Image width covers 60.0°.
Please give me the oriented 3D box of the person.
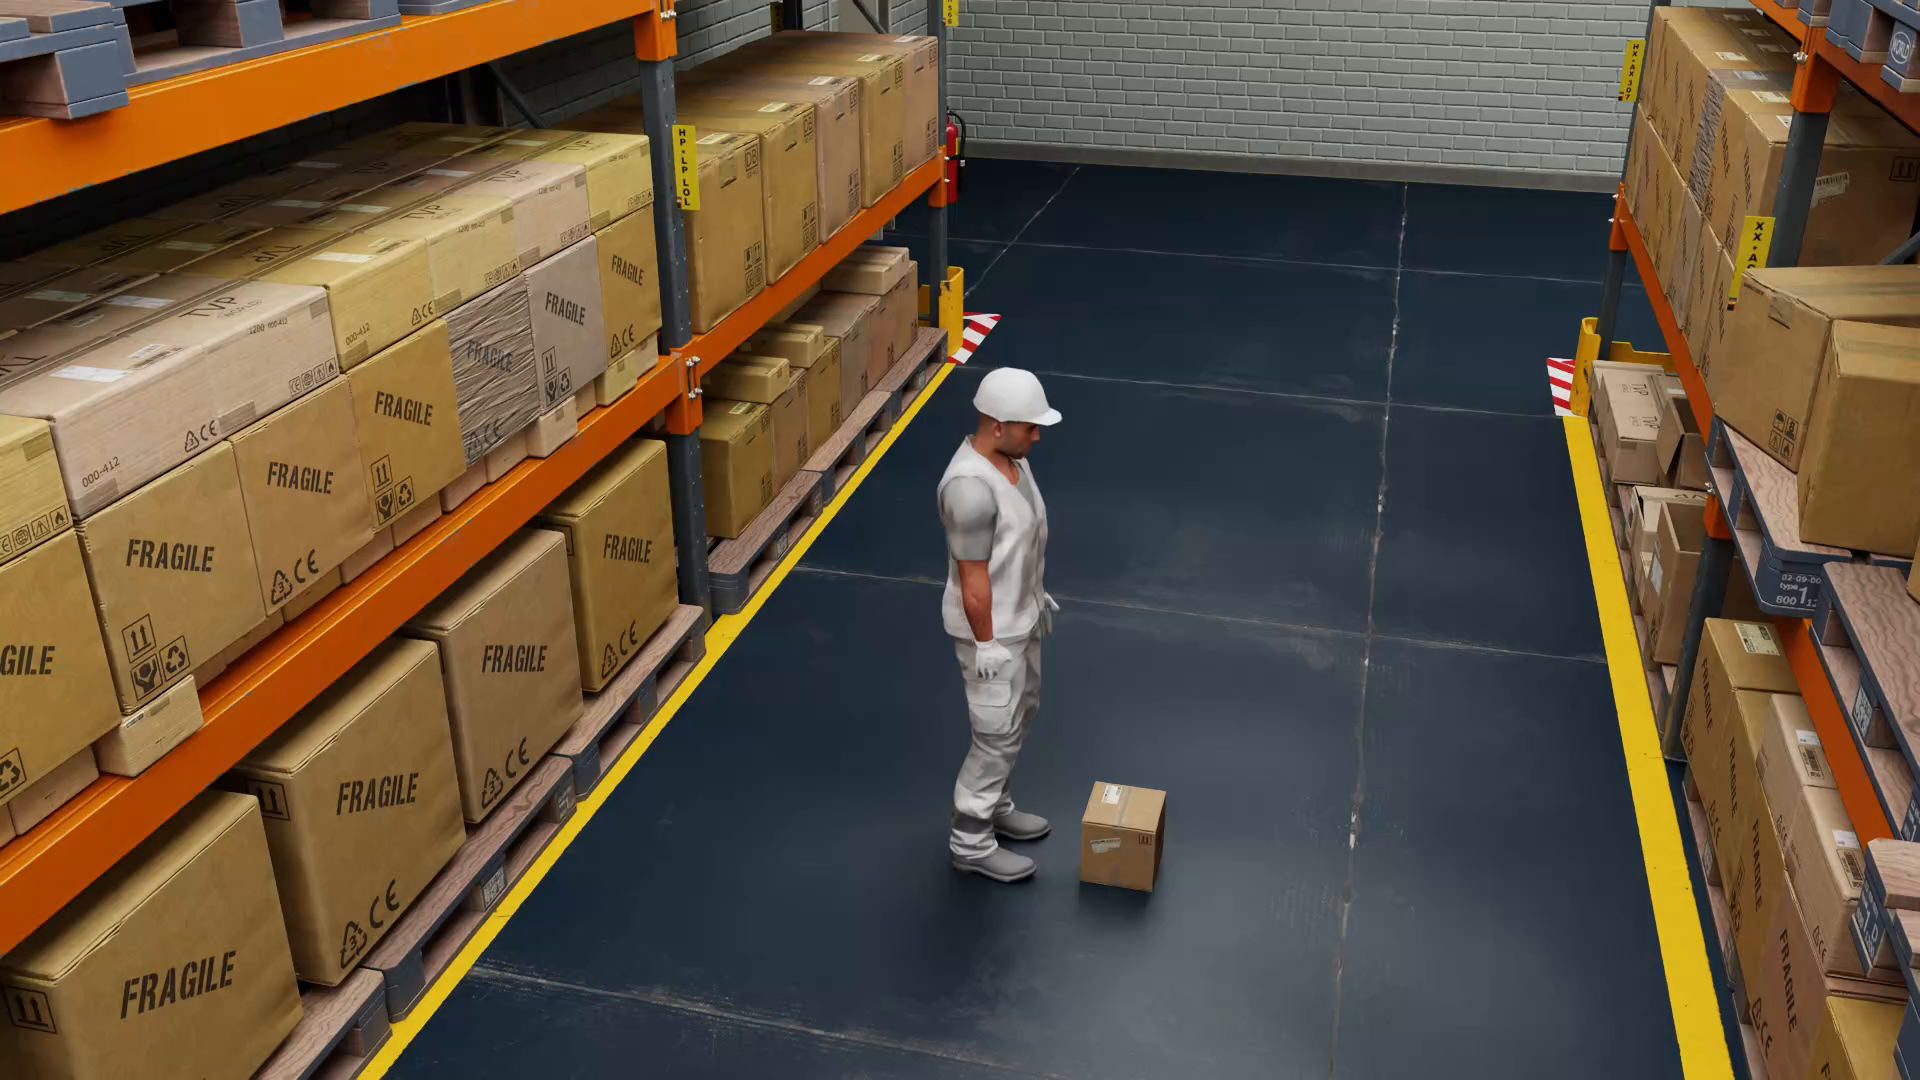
[{"bbox_3d":[0.135,0.275,5.507,0.364,1.774,0.529,7,26,14],"label":"person"}]
